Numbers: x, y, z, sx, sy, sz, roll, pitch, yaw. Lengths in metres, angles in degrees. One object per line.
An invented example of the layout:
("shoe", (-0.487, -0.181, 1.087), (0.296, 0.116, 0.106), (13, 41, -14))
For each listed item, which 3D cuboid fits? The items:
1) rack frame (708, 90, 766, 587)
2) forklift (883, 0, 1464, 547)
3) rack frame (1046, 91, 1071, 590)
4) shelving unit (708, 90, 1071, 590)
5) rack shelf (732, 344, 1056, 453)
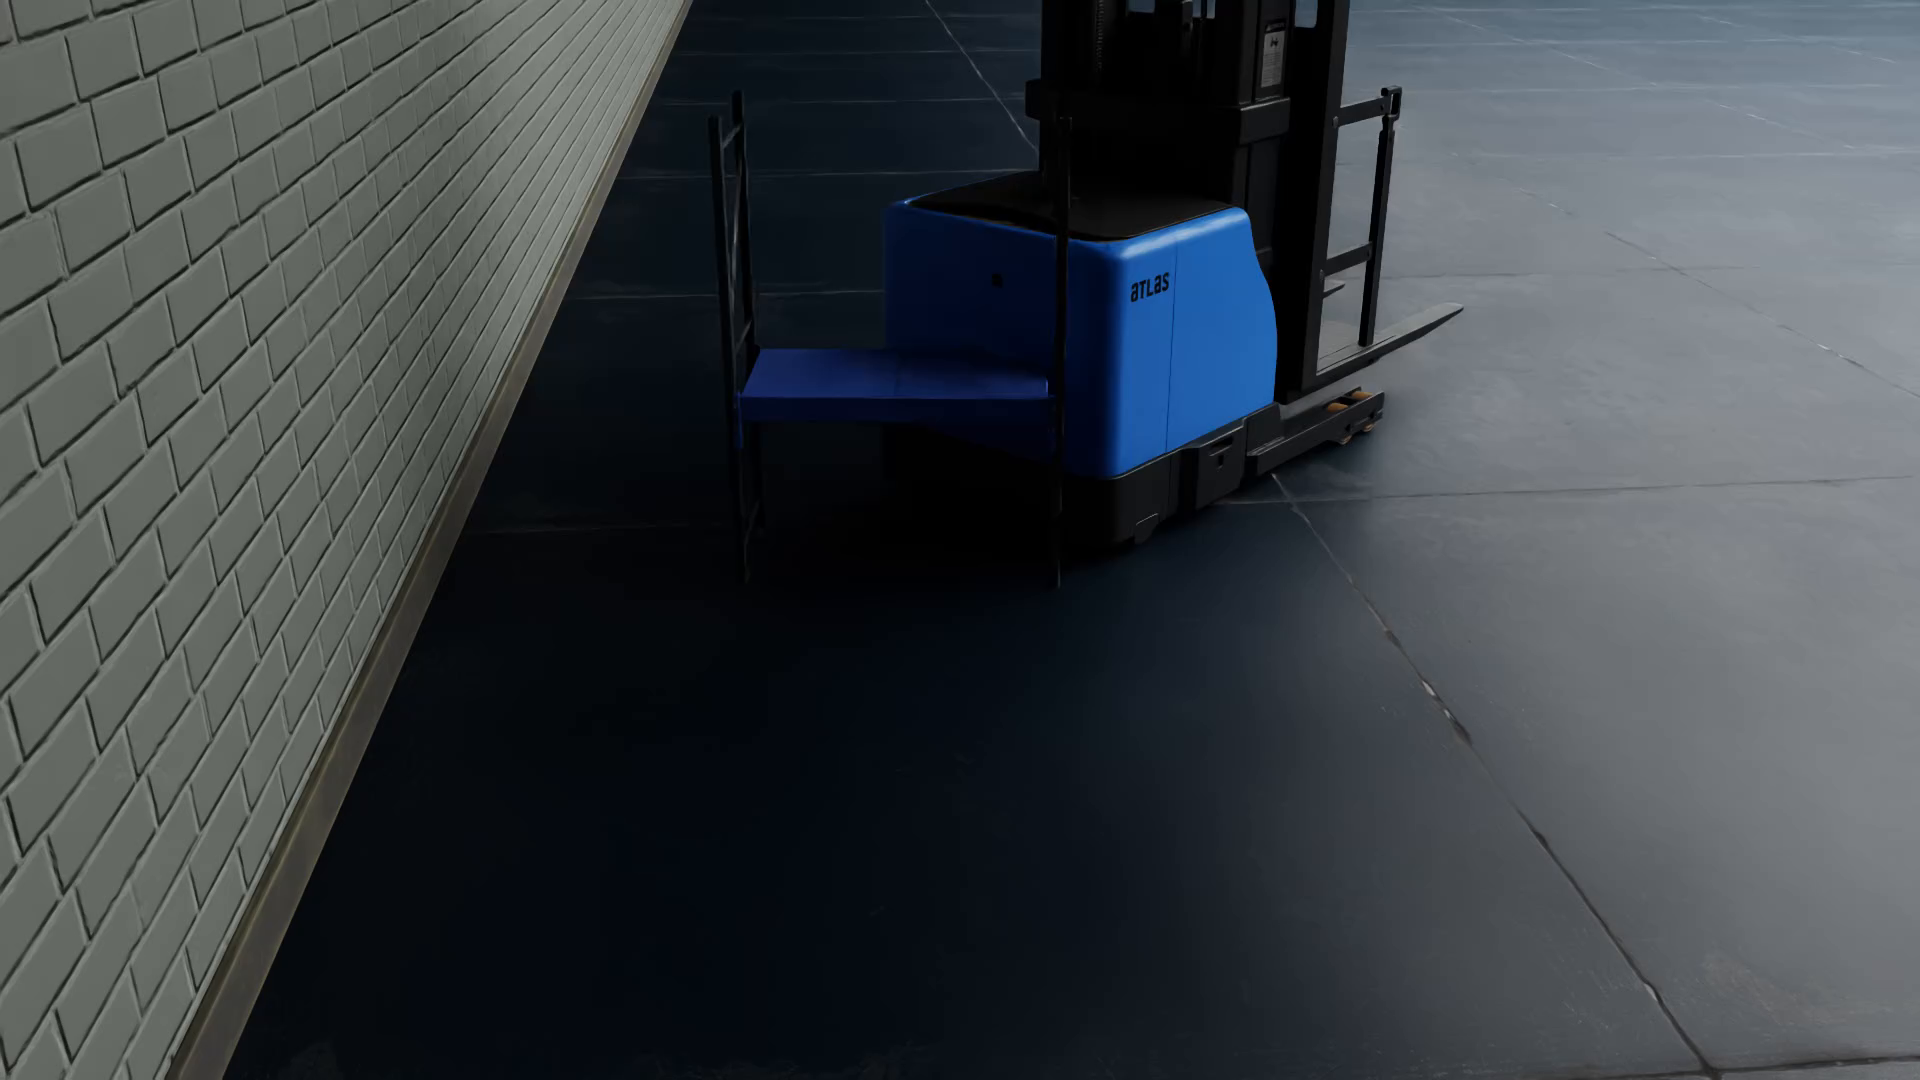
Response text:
("rack frame", (-0.706, -0.635, 5.331), (0.032, 1.500, 0.500), (1, 24, 1))
("forklift", (1.066, -1.836, 6.272), (1.130, 2.935, 3.031), (19, 31, 37))
("rack frame", (0.311, -0.625, 5.309), (0.032, 1.500, 0.500), (1, 24, 1))
("shelving unit", (-0.198, -0.630, 5.320), (1.048, 1.500, 0.538), (1, 24, 1))
("rack shelf", (-0.197, -0.466, 5.393), (1.000, 0.185, 0.538), (1, 24, 1))
